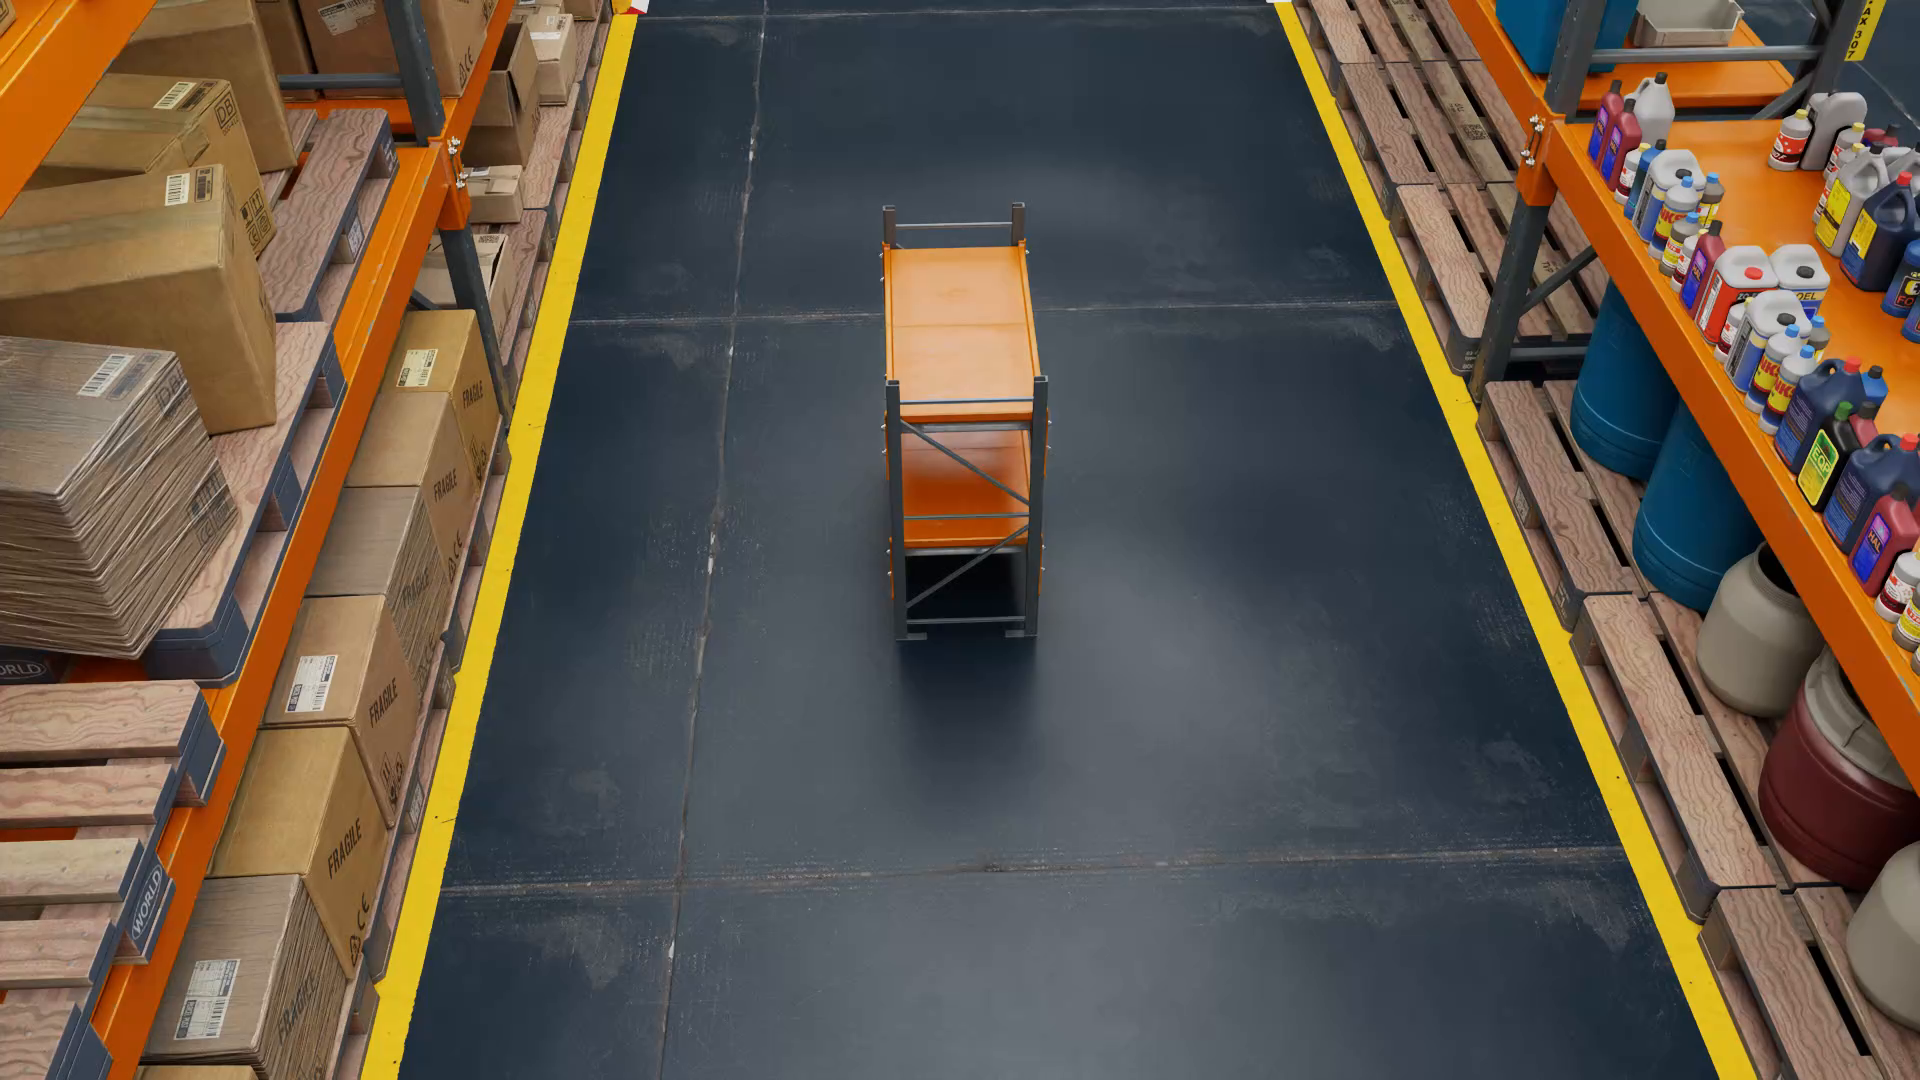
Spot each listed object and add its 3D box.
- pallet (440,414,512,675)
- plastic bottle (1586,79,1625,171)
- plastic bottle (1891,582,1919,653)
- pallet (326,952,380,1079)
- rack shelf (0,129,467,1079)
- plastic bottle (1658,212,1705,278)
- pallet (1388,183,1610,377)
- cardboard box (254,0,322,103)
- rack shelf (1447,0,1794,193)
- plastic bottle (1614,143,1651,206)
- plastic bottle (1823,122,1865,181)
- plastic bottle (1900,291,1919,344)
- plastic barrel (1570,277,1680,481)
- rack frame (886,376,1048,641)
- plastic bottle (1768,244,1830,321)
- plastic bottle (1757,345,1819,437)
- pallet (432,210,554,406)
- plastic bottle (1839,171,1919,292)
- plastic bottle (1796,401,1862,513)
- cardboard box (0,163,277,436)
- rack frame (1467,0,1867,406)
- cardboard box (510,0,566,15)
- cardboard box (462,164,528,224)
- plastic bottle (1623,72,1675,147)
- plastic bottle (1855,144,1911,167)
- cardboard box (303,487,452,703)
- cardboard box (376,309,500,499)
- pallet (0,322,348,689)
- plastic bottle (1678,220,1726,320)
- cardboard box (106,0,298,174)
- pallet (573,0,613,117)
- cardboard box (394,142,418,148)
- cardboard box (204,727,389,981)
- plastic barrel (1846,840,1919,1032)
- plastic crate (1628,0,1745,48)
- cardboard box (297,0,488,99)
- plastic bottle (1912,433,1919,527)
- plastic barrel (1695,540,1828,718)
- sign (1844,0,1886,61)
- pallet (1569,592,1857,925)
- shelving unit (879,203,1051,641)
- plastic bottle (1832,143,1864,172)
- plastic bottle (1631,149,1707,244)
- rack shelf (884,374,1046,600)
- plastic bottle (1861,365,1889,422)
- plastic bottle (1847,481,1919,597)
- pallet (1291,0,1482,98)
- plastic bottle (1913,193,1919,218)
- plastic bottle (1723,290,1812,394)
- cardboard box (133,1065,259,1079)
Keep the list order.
[{"bbox_3d":[-2.255,0.001,6.093,1.003,0.211,1.213,-2,43,-2],"label":"pallet"},{"bbox_3d":[2.211,-1.412,5.657,0.061,0.283,0.133,-2,43,-2],"label":"plastic bottle"},{"bbox_3d":[2.327,0.169,3.993,0.097,0.201,0.097,0,43,0],"label":"plastic bottle"},{"bbox_3d":[-2.152,1.648,4.296,1.003,0.211,1.213,-2,43,-2],"label":"pallet"},{"bbox_3d":[-2.243,0.040,4.519,1.077,0.370,4.000,-2,43,-2],"label":"rack shelf"},{"bbox_3d":[2.258,-0.927,5.188,0.097,0.201,0.097,0,43,0],"label":"plastic bottle"},{"bbox_3d":[2.552,-1.182,7.384,1.003,0.211,1.213,-2,43,-2],"label":"pallet"},{"bbox_3d":[-2.605,-1.942,6.075,0.500,0.500,0.500,-1,43,-1],"label":"cardboard box"},{"bbox_3d":[2.537,-2.800,7.617,1.077,0.370,4.000,-2,43,-2],"label":"rack shelf"},{"bbox_3d":[2.240,-1.215,5.502,0.097,0.201,0.097,0,43,0],"label":"plastic bottle"},{"bbox_3d":[2.993,-1.308,5.604,0.097,0.201,0.097,0,43,0],"label":"plastic bottle"},{"bbox_3d":[2.880,-0.717,4.907,0.097,0.271,0.097,0,43,0],"label":"plastic bottle"},{"bbox_3d":[2.628,-0.729,6.067,0.600,0.901,0.708,-2,43,-2],"label":"plastic barrel"},{"bbox_3d":[0.021,-0.076,5.500,0.500,1.125,0.032,-2,43,-2],"label":"rack frame"},{"bbox_3d":[2.452,-0.725,4.913,0.152,0.276,0.135,-2,43,-2],"label":"plastic bottle"},{"bbox_3d":[2.291,-0.418,4.581,0.097,0.271,0.097,0,43,0],"label":"plastic bottle"},{"bbox_3d":[-2.356,-1.011,7.197,1.003,0.211,1.213,-2,43,-2],"label":"pallet"},{"bbox_3d":[2.851,-0.957,5.110,0.144,0.351,0.185,-2,43,-2],"label":"plastic bottle"},{"bbox_3d":[2.286,-0.219,4.355,0.061,0.283,0.133,-2,43,-2],"label":"plastic bottle"},{"bbox_3d":[-2.191,-0.576,4.274,0.700,0.500,0.500,-12,44,-13],"label":"cardboard box"},{"bbox_3d":[2.622,-1.715,5.901,1.000,3.000,0.127,-2,43,-2],"label":"rack frame"},{"bbox_3d":[-2.301,-2.758,8.810,0.380,0.166,0.250,-2,43,-2],"label":"cardboard box"},{"bbox_3d":[-2.176,-1.566,7.510,0.380,0.166,0.250,-2,43,-2],"label":"cardboard box"},{"bbox_3d":[2.314,-1.423,5.619,0.144,0.351,0.185,-2,43,-2],"label":"plastic bottle"},{"bbox_3d":[2.977,-1.166,5.394,0.152,0.276,0.135,-2,43,-2],"label":"plastic bottle"},{"bbox_3d":[-1.987,0.181,5.357,0.500,0.500,0.500,-1,43,-1],"label":"cardboard box"},{"bbox_3d":[-2.020,-0.491,6.090,0.500,0.500,0.500,-2,43,-2],"label":"cardboard box"},{"bbox_3d":[-2.245,-0.117,4.300,1.003,0.211,1.213,-2,43,-2],"label":"pallet"},{"bbox_3d":[2.249,-0.813,5.003,0.061,0.283,0.133,-2,43,-2],"label":"plastic bottle"},{"bbox_3d":[-2.531,-1.441,5.217,0.700,0.500,0.500,-15,45,-16],"label":"cardboard box"},{"bbox_3d":[-2.459,-2.658,8.994,1.003,0.211,1.213,-2,43,-2],"label":"pallet"},{"bbox_3d":[-2.667,-1.629,7.472,0.500,0.311,0.500,-2,43,-2],"label":"cardboard box"},{"bbox_3d":[-1.936,0.877,4.598,0.500,0.500,0.500,-2,43,-2],"label":"cardboard box"},{"bbox_3d":[2.640,1.039,4.427,0.421,0.512,0.421,0,43,0],"label":"plastic barrel"},{"bbox_3d":[2.745,-1.958,6.317,0.396,0.136,0.243,-2,43,-2],"label":"plastic crate"},{"bbox_3d":[-2.077,-1.964,6.099,0.500,0.500,0.500,-1,43,-1],"label":"cardboard box"},{"bbox_3d":[2.436,-0.133,4.262,0.061,0.283,0.133,-2,43,-2],"label":"plastic bottle"},{"bbox_3d":[2.592,0.277,5.258,0.421,0.512,0.421,0,43,0],"label":"plastic barrel"},{"bbox_3d":[3.171,-1.832,5.823,0.100,0.325,0.005,-2,43,-2],"label":"sign"},{"bbox_3d":[2.667,0.661,5.373,1.003,0.211,1.213,-2,43,-2],"label":"pallet"},{"bbox_3d":[0.000,-0.419,5.875,0.538,1.125,1.048,-2,43,-2],"label":"shelving unit"},{"bbox_3d":[2.938,-1.216,5.503,0.097,0.201,0.097,0,43,0],"label":"plastic bottle"},{"bbox_3d":[2.276,-1.099,5.321,0.152,0.276,0.135,-2,43,-2],"label":"plastic bottle"},{"bbox_3d":[0.000,-0.239,6.040,0.538,0.278,1.000,-2,43,-2],"label":"rack shelf"},{"bbox_3d":[2.440,-0.356,4.514,0.097,0.271,0.097,0,43,0],"label":"plastic bottle"},{"bbox_3d":[2.299,-0.004,4.121,0.061,0.283,0.133,-2,43,-2],"label":"plastic bottle"},{"bbox_3d":[2.448,-2.830,9.181,1.003,0.211,1.213,-2,43,-2],"label":"pallet"},{"bbox_3d":[2.995,-0.961,5.115,0.144,0.351,0.185,-2,43,-2],"label":"plastic bottle"},{"bbox_3d":[2.310,-0.564,4.737,0.152,0.276,0.135,-2,43,-2],"label":"plastic bottle"},{"bbox_3d":[-1.891,1.569,3.843,0.500,0.500,0.500,0,43,0],"label":"cardboard box"}]
